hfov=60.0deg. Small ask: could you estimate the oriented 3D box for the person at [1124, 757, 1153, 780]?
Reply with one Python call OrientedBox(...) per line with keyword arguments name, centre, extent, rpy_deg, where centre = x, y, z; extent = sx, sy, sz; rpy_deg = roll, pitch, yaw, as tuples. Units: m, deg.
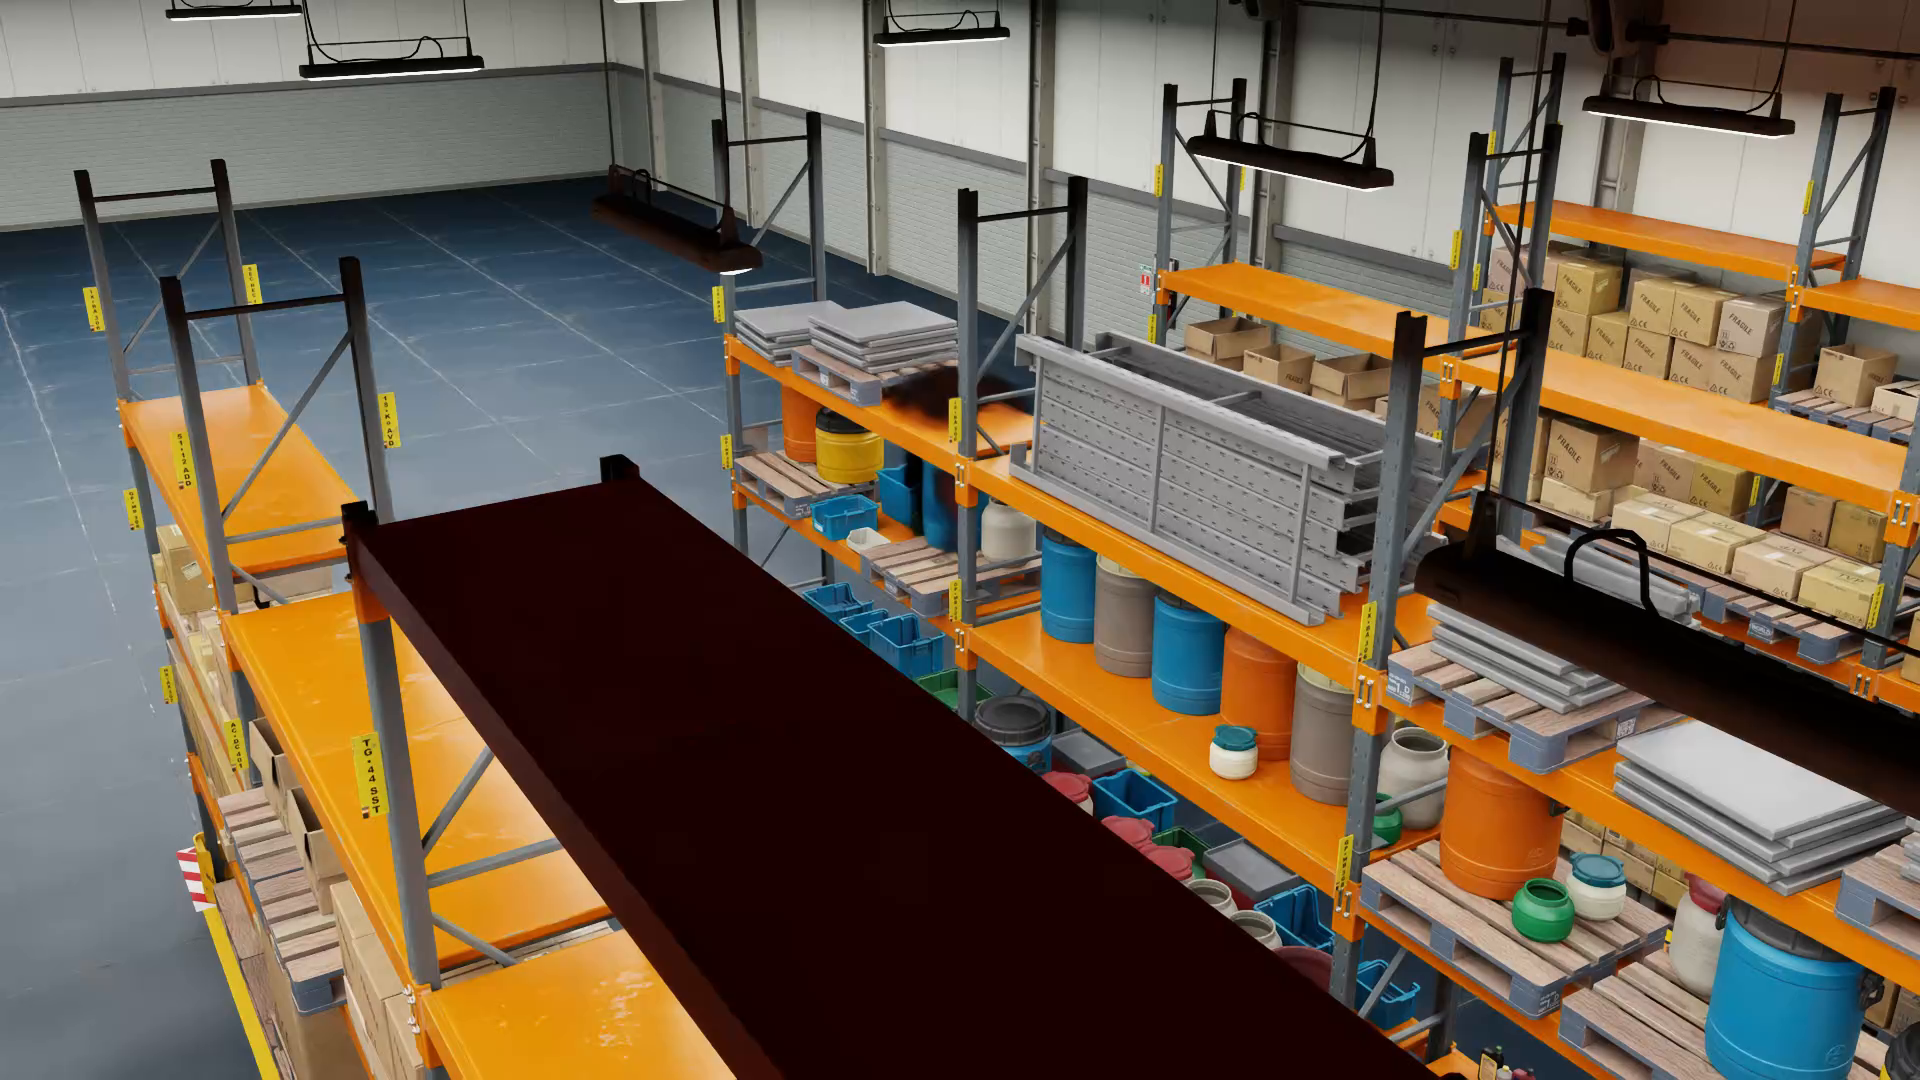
OrientedBox(name="person", centre=(1.501, 1.895, 14.409), extent=(0.609, 1.750, 0.782), rpy_deg=(-17, 28, -37))
